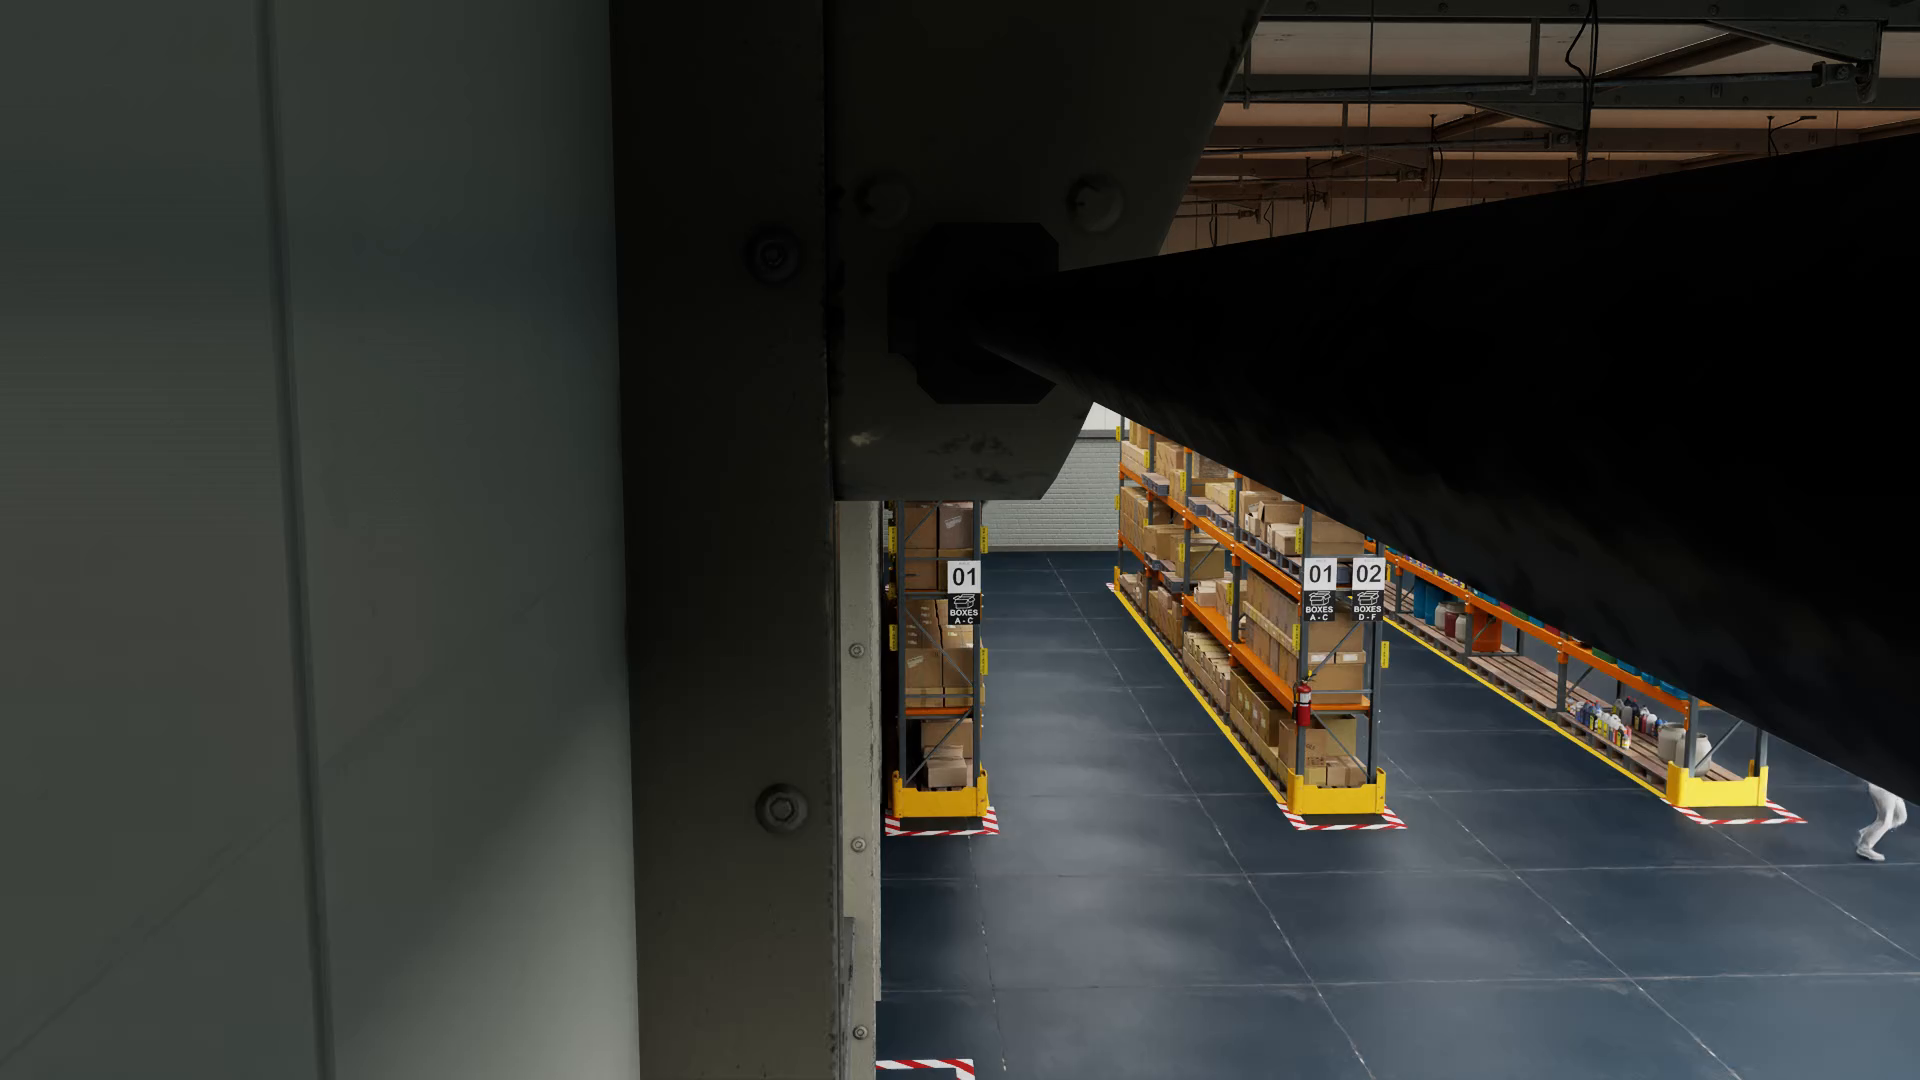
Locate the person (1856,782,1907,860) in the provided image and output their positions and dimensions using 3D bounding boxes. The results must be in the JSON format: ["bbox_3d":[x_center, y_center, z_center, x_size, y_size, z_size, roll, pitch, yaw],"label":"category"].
[{"bbox_3d":[10.536,2.811,18.846,0.553,1.657,0.635,5,10,31],"label":"person"}]
